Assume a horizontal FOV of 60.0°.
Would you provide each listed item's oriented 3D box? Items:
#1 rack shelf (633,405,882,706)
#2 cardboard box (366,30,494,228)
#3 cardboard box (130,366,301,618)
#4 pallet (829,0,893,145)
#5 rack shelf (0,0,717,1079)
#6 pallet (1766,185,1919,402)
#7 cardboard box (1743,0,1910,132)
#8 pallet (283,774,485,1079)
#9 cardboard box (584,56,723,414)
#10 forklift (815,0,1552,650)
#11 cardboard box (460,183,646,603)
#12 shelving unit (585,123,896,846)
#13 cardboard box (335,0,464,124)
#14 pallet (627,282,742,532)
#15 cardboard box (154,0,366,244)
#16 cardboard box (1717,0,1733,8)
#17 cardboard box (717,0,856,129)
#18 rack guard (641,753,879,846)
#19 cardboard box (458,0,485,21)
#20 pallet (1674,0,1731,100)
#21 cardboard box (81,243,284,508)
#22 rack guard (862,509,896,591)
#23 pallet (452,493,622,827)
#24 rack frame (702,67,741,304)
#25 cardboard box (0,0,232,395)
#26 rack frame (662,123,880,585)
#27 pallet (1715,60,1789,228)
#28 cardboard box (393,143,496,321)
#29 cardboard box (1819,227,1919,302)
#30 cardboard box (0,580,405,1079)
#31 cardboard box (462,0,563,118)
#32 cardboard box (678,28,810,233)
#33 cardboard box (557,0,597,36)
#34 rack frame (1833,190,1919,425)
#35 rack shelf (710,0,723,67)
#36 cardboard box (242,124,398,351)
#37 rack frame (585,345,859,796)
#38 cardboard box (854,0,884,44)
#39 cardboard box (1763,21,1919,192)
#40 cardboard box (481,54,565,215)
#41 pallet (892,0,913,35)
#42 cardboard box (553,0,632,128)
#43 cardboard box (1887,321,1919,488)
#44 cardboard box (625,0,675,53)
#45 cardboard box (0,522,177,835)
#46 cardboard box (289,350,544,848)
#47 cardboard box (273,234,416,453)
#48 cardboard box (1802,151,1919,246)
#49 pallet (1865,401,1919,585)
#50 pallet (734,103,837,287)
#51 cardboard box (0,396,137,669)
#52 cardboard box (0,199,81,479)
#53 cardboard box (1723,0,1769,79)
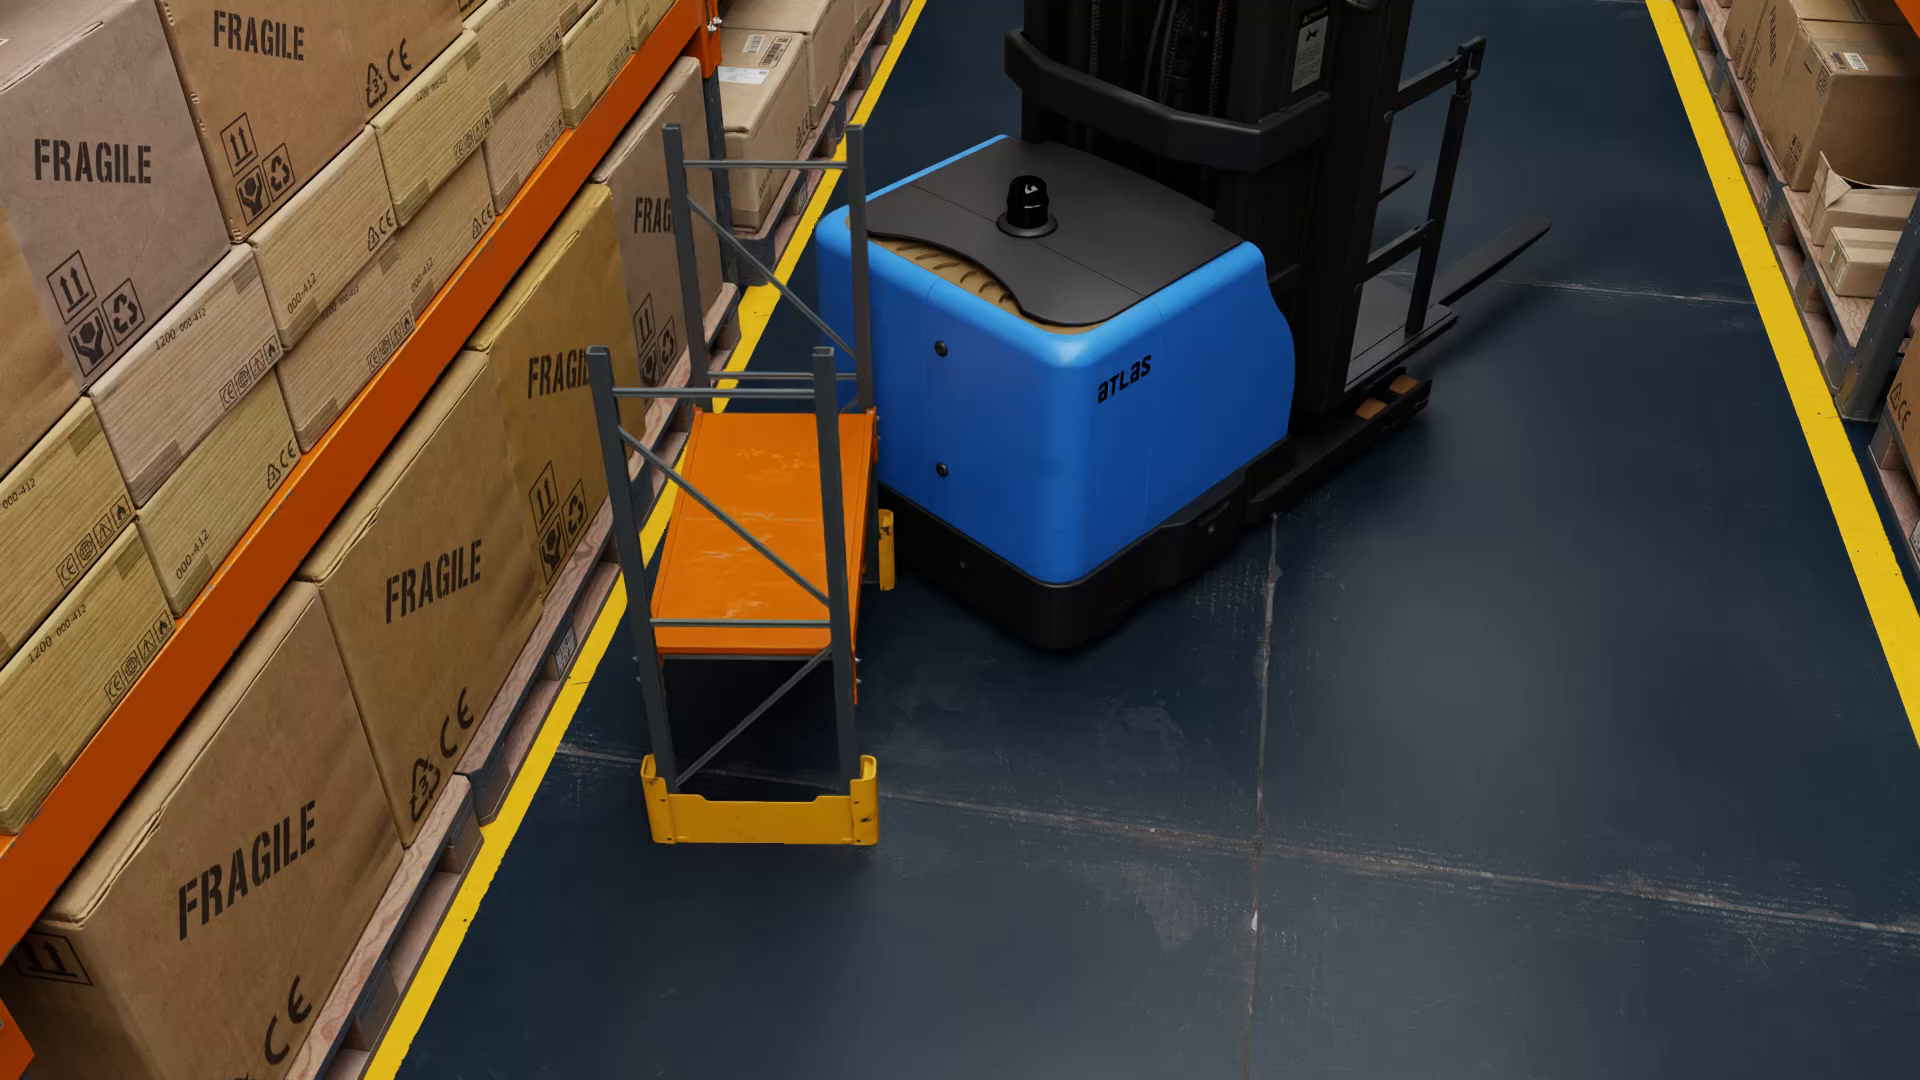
[{"bbox_3d":[-0.498,0.010,4.343,0.538,0.185,1.000,0,40,1],"label":"rack shelf"},{"bbox_3d":[-1.414,-0.962,3.785,0.500,0.250,0.500,7,40,8],"label":"cardboard box"},{"bbox_3d":[-1.630,-0.130,3.171,0.500,0.250,0.500,5,40,6],"label":"cardboard box"},{"bbox_3d":[-0.925,-2.256,7.813,1.003,0.211,1.213,6,40,8],"label":"pallet"},{"bbox_3d":[-1.688,-0.562,4.140,1.077,0.370,4.000,6,40,8],"label":"rack shelf"},{"bbox_3d":[3.667,-0.905,6.180,1.003,0.211,1.213,6,40,8],"label":"pallet"},{"bbox_3d":[3.664,-2.032,6.986,0.500,0.500,0.500,7,40,8],"label":"cardboard box"},{"bbox_3d":[-1.824,1.004,3.870,1.003,0.211,1.213,6,40,8],"label":"pallet"},{"bbox_3d":[-1.371,-1.039,5.491,0.875,0.875,0.875,8,40,9],"label":"cardboard box"},{"bbox_3d":[0.971,-1.650,4.945,1.130,2.935,3.031,32,49,33],"label":"forklift"},{"bbox_3d":[-1.519,-0.472,4.804,0.875,0.875,0.875,7,40,9],"label":"cardboard box"},{"bbox_3d":[-0.498,-0.135,4.236,0.587,1.500,1.083,0,40,1],"label":"shelving unit"},{"bbox_3d":[-1.436,-1.242,3.535,0.500,0.500,0.500,7,40,8],"label":"cardboard box"},{"bbox_3d":[-1.402,-0.527,5.722,1.003,0.211,1.213,6,40,8],"label":"pallet"},{"bbox_3d":[-1.527,-0.926,3.153,0.500,0.500,0.500,7,40,9],"label":"cardboard box"},{"bbox_3d":[4.040,-2.886,8.016,0.797,0.503,0.637,5,40,6],"label":"cardboard box"},{"bbox_3d":[-0.974,-2.213,7.254,0.875,0.438,0.875,5,40,6],"label":"cardboard box"},{"bbox_3d":[-0.505,0.664,4.250,0.587,0.250,0.087,0,40,1],"label":"rack guard"},{"bbox_3d":[-1.362,-1.569,3.930,0.500,0.500,0.500,8,40,9],"label":"cardboard box"},{"bbox_3d":[4.089,-2.437,8.032,1.003,0.211,1.213,6,40,8],"label":"pallet"},{"bbox_3d":[-1.613,-0.334,3.025,0.500,0.250,0.500,7,40,9],"label":"cardboard box"},{"bbox_3d":[-0.492,0.030,5.018,0.587,0.250,0.087,0,40,1],"label":"rack guard"},{"bbox_3d":[-1.610,0.241,4.793,1.003,0.211,1.213,6,40,8],"label":"pallet"},{"bbox_3d":[-1.342,-2.094,5.429,1.000,3.000,0.127,6,40,8],"label":"rack frame"},{"bbox_3d":[-1.632,-0.603,2.762,0.500,0.500,0.500,7,40,8],"label":"cardboard box"},{"bbox_3d":[-0.492,-0.453,4.620,0.500,1.500,0.032,0,40,1],"label":"rack frame"},{"bbox_3d":[3.876,-1.673,7.109,1.003,0.211,1.213,6,40,8],"label":"pallet"},{"bbox_3d":[-1.452,-0.769,3.943,0.500,0.250,0.500,6,40,8],"label":"cardboard box"},{"bbox_3d":[3.354,-0.995,6.007,0.380,0.149,0.250,5,40,6],"label":"cardboard box"},{"bbox_3d":[-1.833,0.649,3.449,0.875,0.875,0.875,6,40,7],"label":"cardboard box"},{"bbox_3d":[-1.342,-1.285,4.176,0.500,0.250,0.500,7,40,9],"label":"cardboard box"},{"bbox_3d":[-1.128,-1.651,6.574,0.875,0.438,0.875,6,40,7],"label":"cardboard box"},{"bbox_3d":[-1.258,-1.611,4.570,0.500,0.250,0.500,7,40,9],"label":"cardboard box"},{"bbox_3d":[3.547,-1.549,4.770,1.000,3.000,0.127,6,40,8],"label":"rack frame"},{"bbox_3d":[-0.996,-3.072,7.176,1.077,0.370,4.000,6,40,8],"label":"rack shelf"},{"bbox_3d":[-1.515,-0.645,3.402,0.500,0.250,0.500,6,40,8],"label":"cardboard box"},{"bbox_3d":[-0.505,0.195,3.837,0.500,1.500,0.032,0,40,1],"label":"rack frame"},{"bbox_3d":[-0.816,-2.779,7.938,0.875,0.438,0.875,7,40,9],"label":"cardboard box"},{"bbox_3d":[3.674,-1.701,6.586,0.700,0.500,0.500,5,40,6],"label":"cardboard box"},{"bbox_3d":[-1.367,-1.093,4.336,0.500,0.250,0.500,5,40,6],"label":"cardboard box"},{"bbox_3d":[-0.711,-3.020,8.737,1.003,0.211,1.213,6,40,8],"label":"pallet"},{"bbox_3d":[-1.261,-1.408,4.716,0.500,0.250,0.500,6,40,7],"label":"cardboard box"},{"bbox_3d":[3.242,-0.469,5.095,0.500,0.500,0.500,8,40,10],"label":"cardboard box"},{"bbox_3d":[-1.172,-1.727,5.103,0.500,0.250,0.500,5,40,7],"label":"cardboard box"},{"bbox_3d":[-1.702,0.194,2.779,0.500,0.250,0.500,6,40,7],"label":"cardboard box"},{"bbox_3d":[-1.675,0.089,4.126,0.875,0.875,0.875,7,40,8],"label":"cardboard box"},{"bbox_3d":[-1.534,-0.458,3.568,0.500,0.250,0.500,8,40,9],"label":"cardboard box"},{"bbox_3d":[3.416,-1.264,6.240,0.396,0.266,0.258,8,40,9],"label":"cardboard box"},{"bbox_3d":[3.444,0.040,5.036,1.003,0.211,1.213,6,40,8],"label":"pallet"},{"bbox_3d":[-1.134,-1.488,6.884,1.003,0.211,1.213,6,40,8],"label":"pallet"},{"bbox_3d":[-1.703,-0.010,2.633,0.500,0.250,0.500,6,40,7],"label":"cardboard box"},{"bbox_3d":[-1.708,-0.290,2.384,0.500,0.500,0.500,5,40,6],"label":"cardboard box"},{"bbox_3d":[3.854,-2.353,7.374,0.700,0.500,0.500,8,40,9],"label":"cardboard box"}]
